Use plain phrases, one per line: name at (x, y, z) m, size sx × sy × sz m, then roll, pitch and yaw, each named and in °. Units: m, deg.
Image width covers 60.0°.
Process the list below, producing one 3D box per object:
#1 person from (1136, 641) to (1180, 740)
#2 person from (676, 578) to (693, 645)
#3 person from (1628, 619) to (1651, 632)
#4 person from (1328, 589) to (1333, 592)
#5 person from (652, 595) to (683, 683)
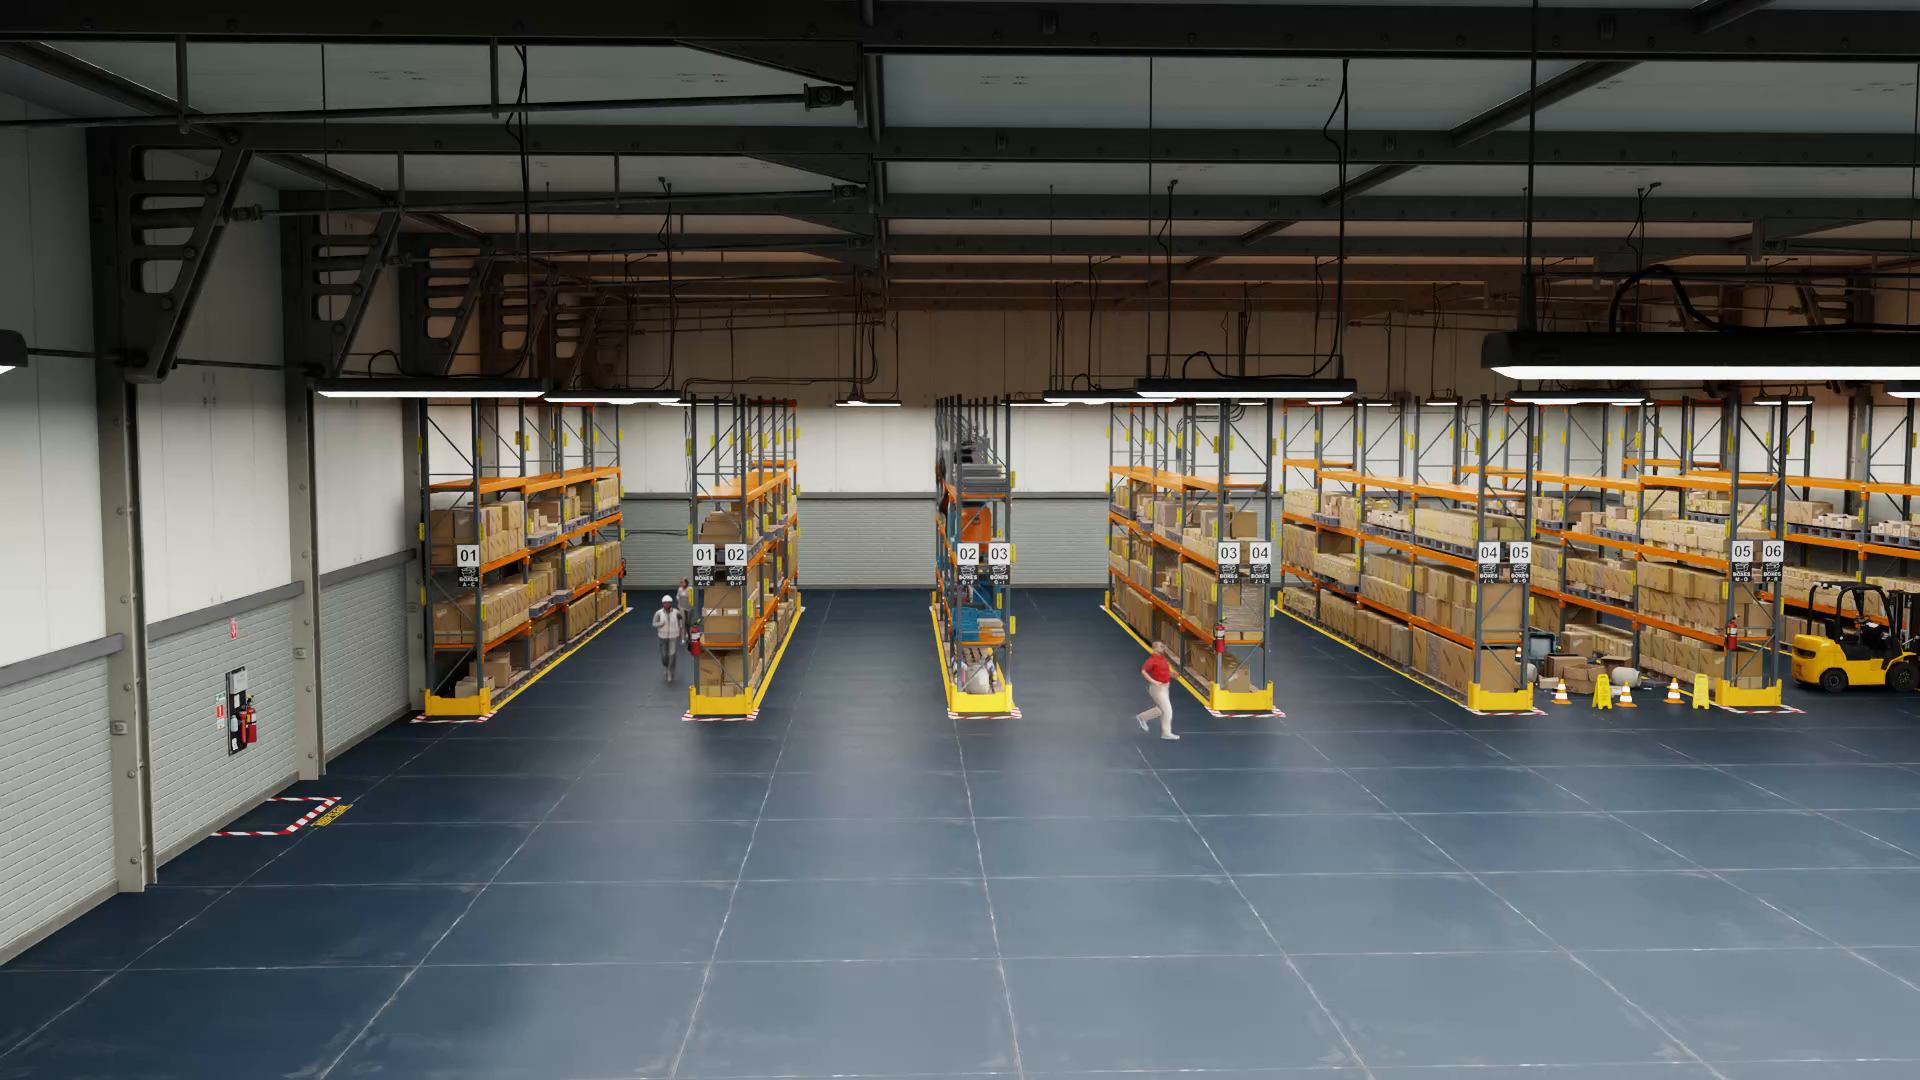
person at (3.443, 2.599, 28.918) m, size 0.834 × 1.691 × 0.676 m, roll 2°, pitch 5°, yaw 28°
person at (-6.691, 1.734, 40.665) m, size 0.525 × 1.593 × 0.820 m, roll 0°, pitch 4°, yaw -1°
person at (16.917, 1.617, 41.317) m, size 0.553 × 1.694 × 0.909 m, roll -1°, pitch 5°, yaw -11°
person at (11.109, 1.094, 49.030) m, size 0.872 × 1.500 × 0.530 m, roll -1°, pitch 5°, yaw -15°
person at (-6.154, 2.052, 35.043) m, size 0.644 × 1.783 × 0.948 m, roll -1°, pitch 5°, yaw -8°
